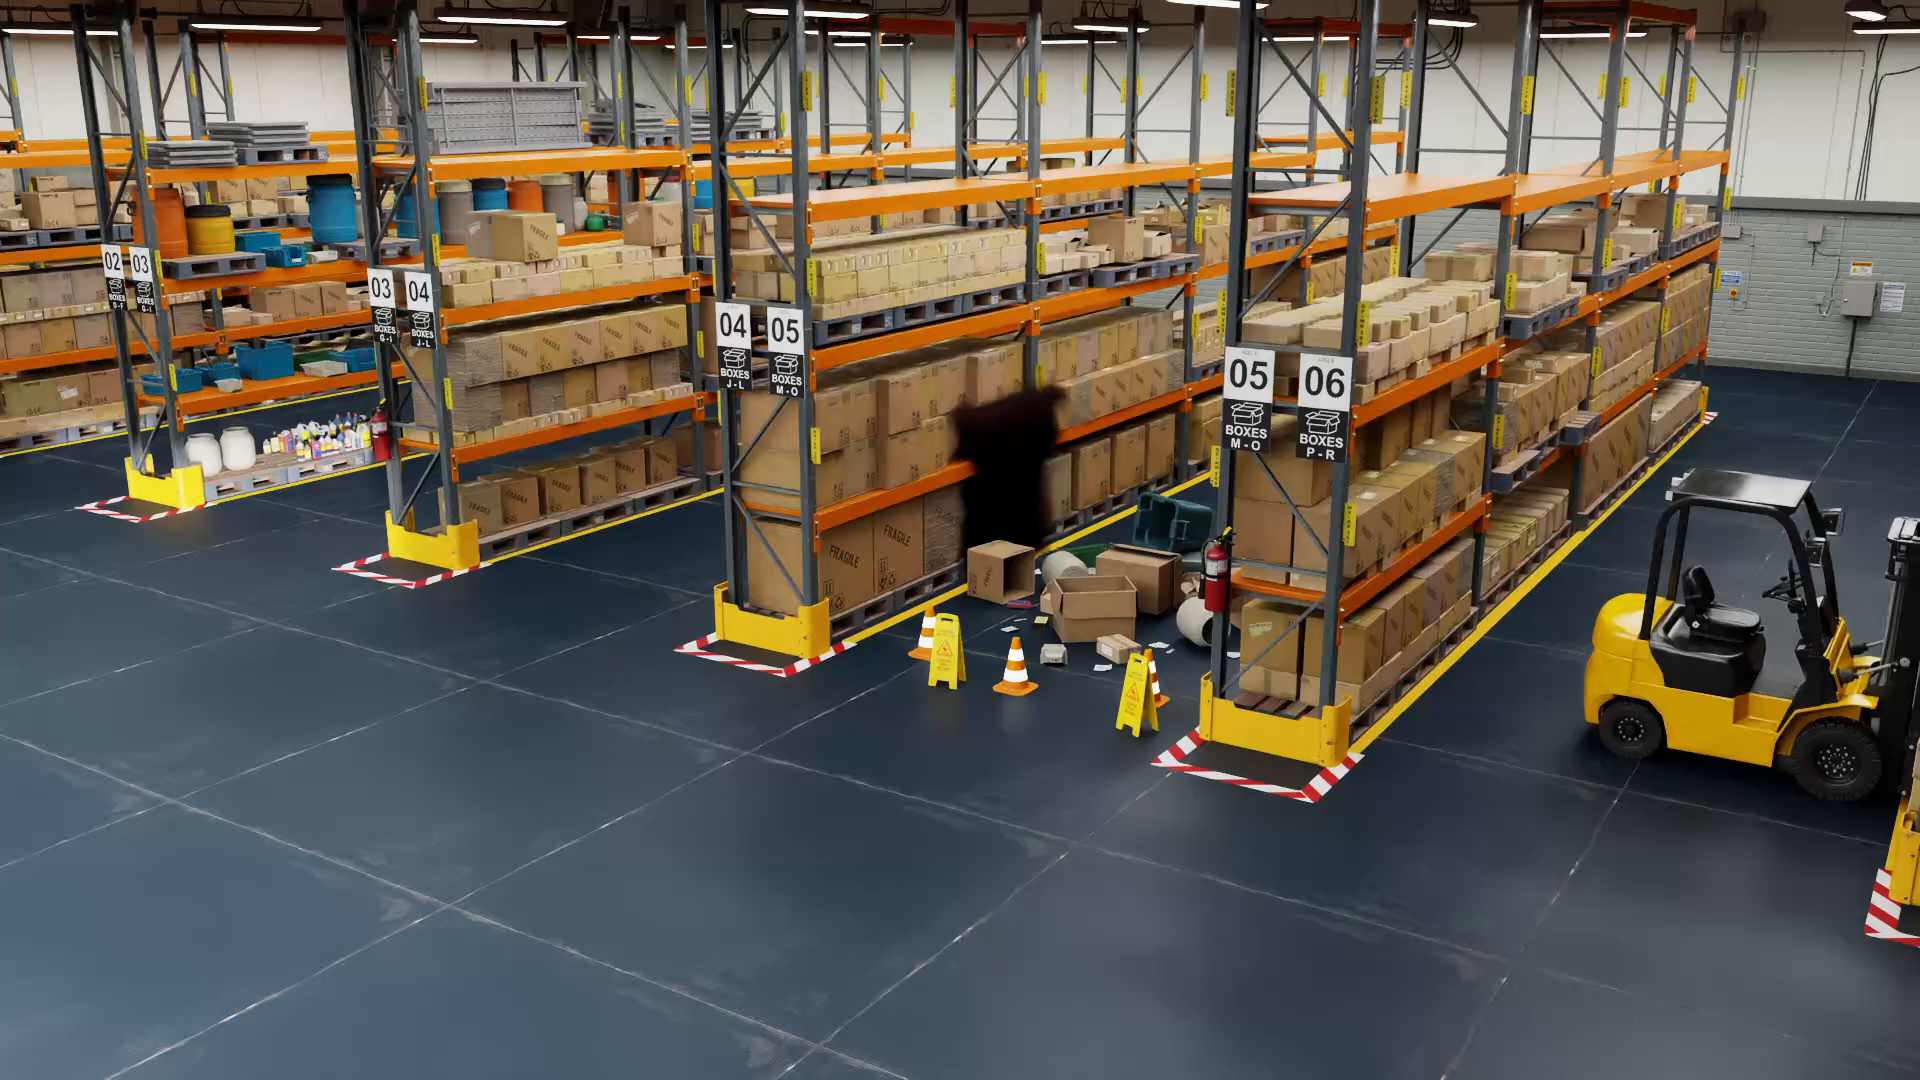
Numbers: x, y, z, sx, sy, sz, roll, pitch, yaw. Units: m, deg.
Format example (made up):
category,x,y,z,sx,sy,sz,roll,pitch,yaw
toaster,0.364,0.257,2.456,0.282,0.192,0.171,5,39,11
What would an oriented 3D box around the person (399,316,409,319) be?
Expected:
category,x,y,z,sx,sy,sz,roll,pitch,yaw
person,-11.202,-4.876,33.624,0.420,1.690,0.454,10,19,33
